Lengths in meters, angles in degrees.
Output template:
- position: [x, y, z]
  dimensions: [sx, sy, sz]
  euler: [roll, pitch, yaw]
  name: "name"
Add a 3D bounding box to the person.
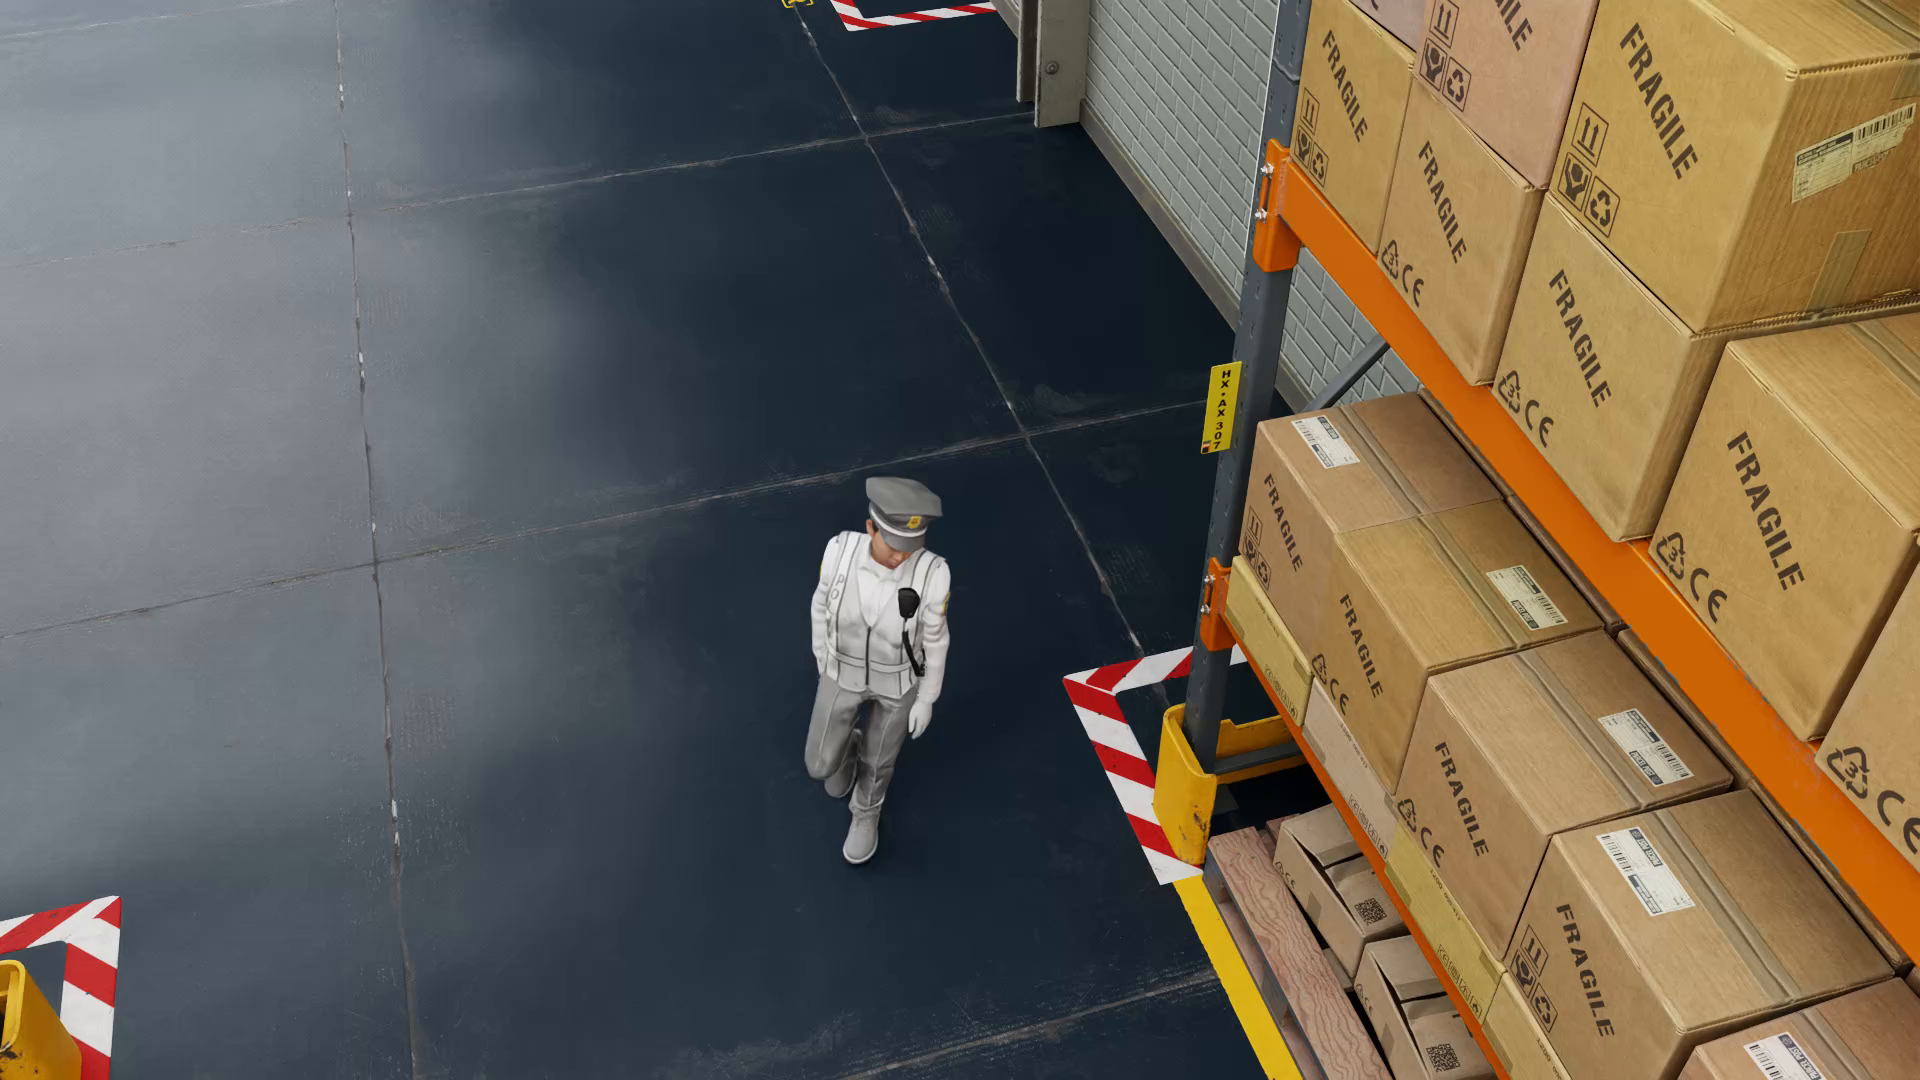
- position: [-0.315, 0.540, 5.559]
  dimensions: [0.545, 1.686, 0.416]
  euler: [4, 43, 5]
  name: "person"
